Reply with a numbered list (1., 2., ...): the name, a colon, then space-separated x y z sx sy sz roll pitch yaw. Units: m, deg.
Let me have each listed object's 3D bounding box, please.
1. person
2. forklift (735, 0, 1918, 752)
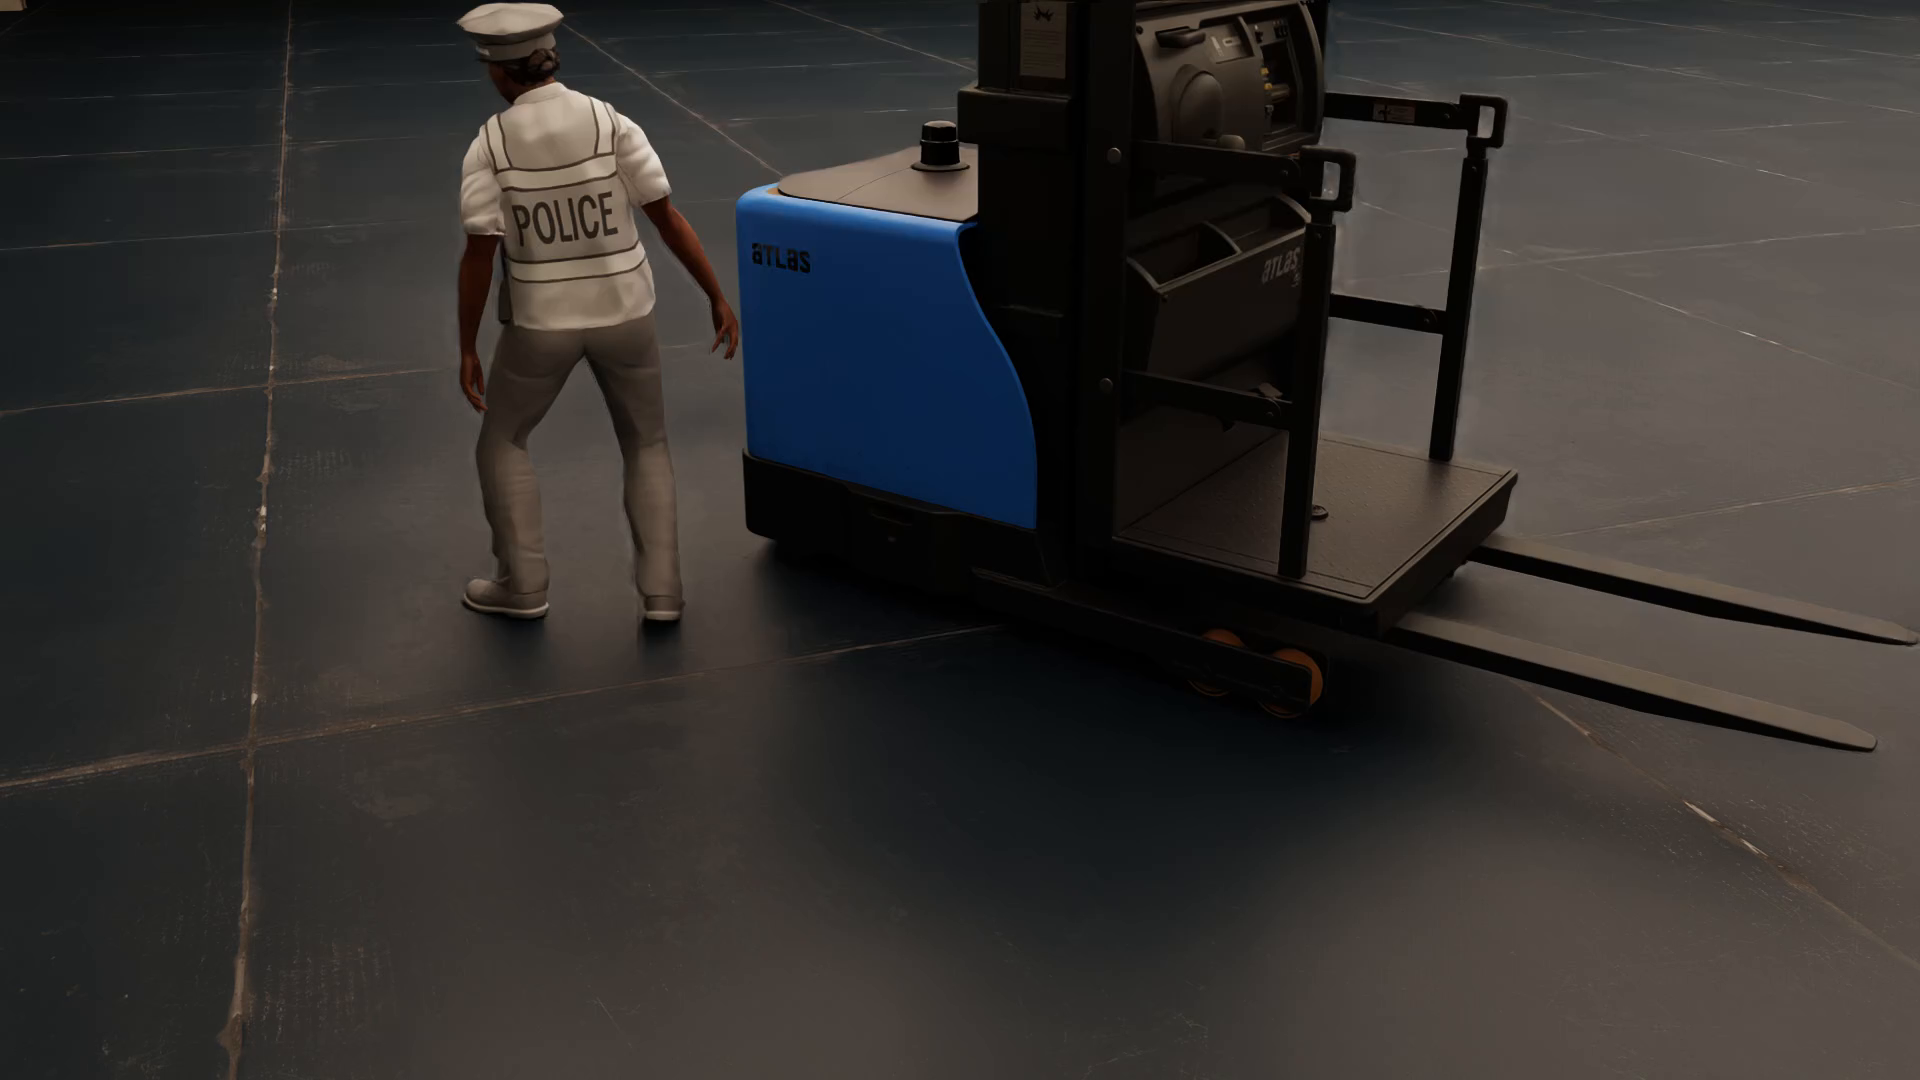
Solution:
1. person: -0.983 -0.539 4.371 0.792 1.646 0.454 -6 23 -13
2. forklift: 0.856 -1.151 4.035 3.031 2.935 1.130 15 27 32
